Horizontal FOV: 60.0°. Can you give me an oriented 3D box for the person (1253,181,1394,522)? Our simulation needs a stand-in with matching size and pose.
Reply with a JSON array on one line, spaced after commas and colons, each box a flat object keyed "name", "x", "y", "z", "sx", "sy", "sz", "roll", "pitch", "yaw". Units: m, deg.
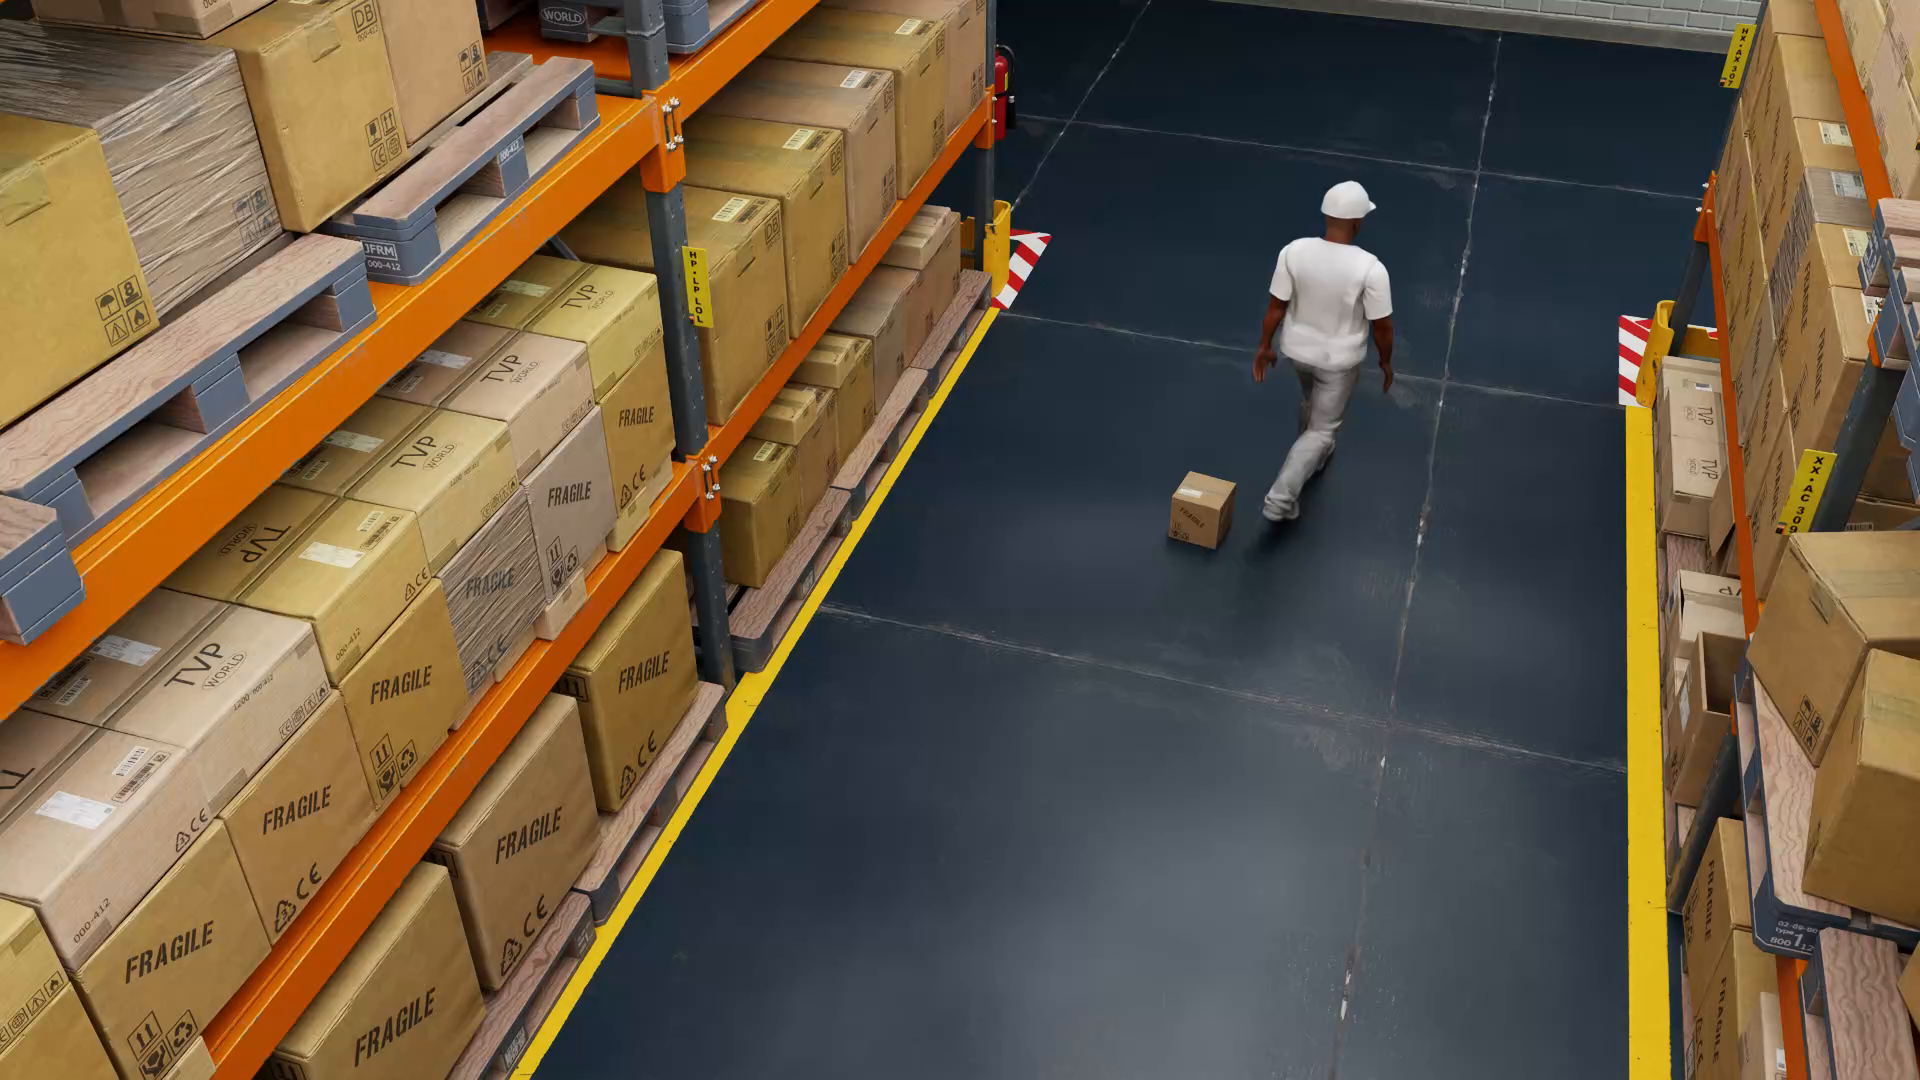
[{"name": "person", "x": 1.788, "y": -0.915, "z": 8.102, "sx": 0.627, "sy": 1.730, "sz": 1.014, "roll": 25, "pitch": 44, "yaw": 30}]
